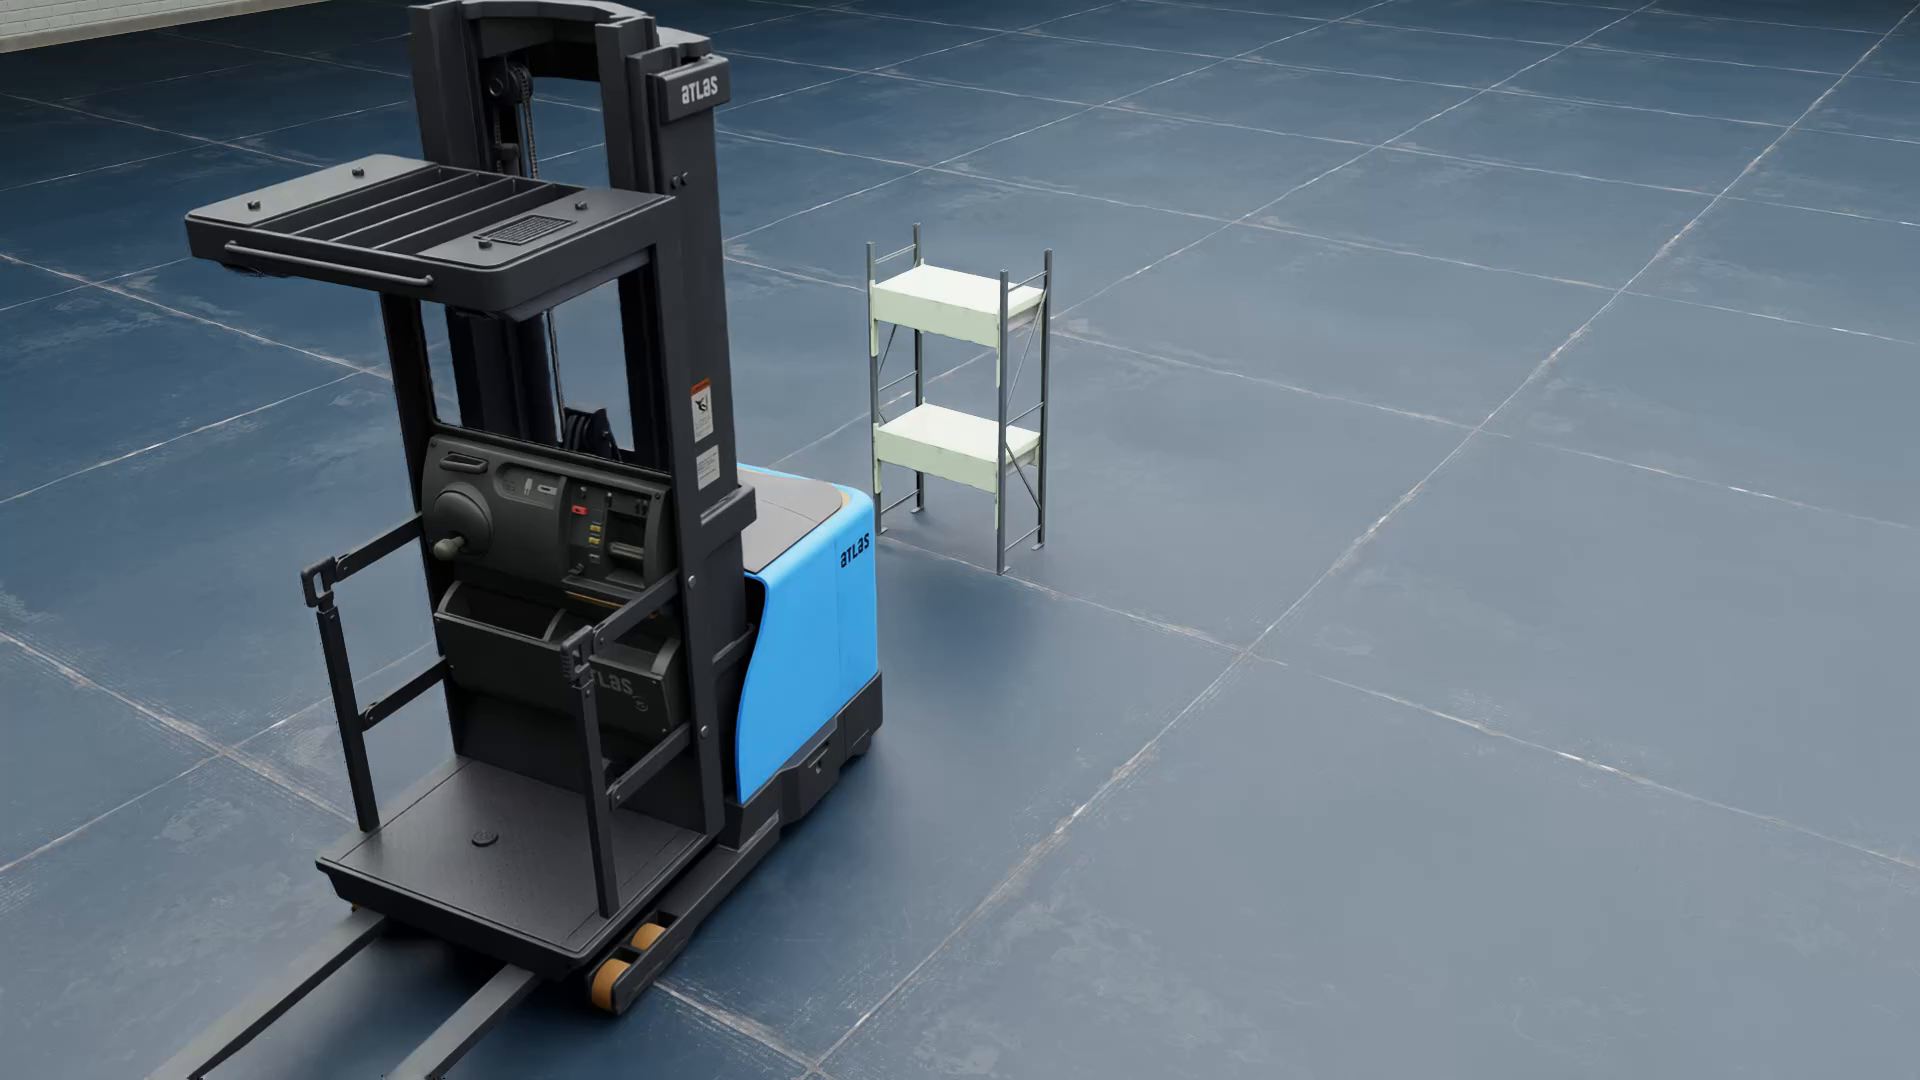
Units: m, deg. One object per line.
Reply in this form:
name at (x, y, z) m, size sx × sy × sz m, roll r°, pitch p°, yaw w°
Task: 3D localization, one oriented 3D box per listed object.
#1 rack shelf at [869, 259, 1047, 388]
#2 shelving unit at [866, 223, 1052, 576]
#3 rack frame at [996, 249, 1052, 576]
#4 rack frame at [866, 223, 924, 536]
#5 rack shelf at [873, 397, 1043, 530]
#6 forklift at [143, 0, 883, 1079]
rack shelf at (-0.006, -1.018, 7.736) m, size 0.720 × 0.370 × 0.431 m, roll 17°, pitch 32°, yaw 30°
shelving unit at (-0.006, -0.670, 7.913) m, size 0.755 × 1.500 × 0.431 m, roll 17°, pitch 32°, yaw 30°
rack frame at (0.296, -0.576, 7.729) m, size 0.023 × 1.500 × 0.400 m, roll 17°, pitch 32°, yaw 30°
rack frame at (-0.307, -0.764, 8.098) m, size 0.023 × 1.500 × 0.400 m, roll 17°, pitch 32°, yaw 30°
rack shelf at (-0.006, -0.380, 8.061) m, size 0.720 × 0.370 × 0.431 m, roll 17°, pitch 32°, yaw 30°
forklift at (-1.416, -0.031, 5.080) m, size 1.130 × 2.935 × 3.031 m, roll 13°, pitch 30°, yaw 23°
